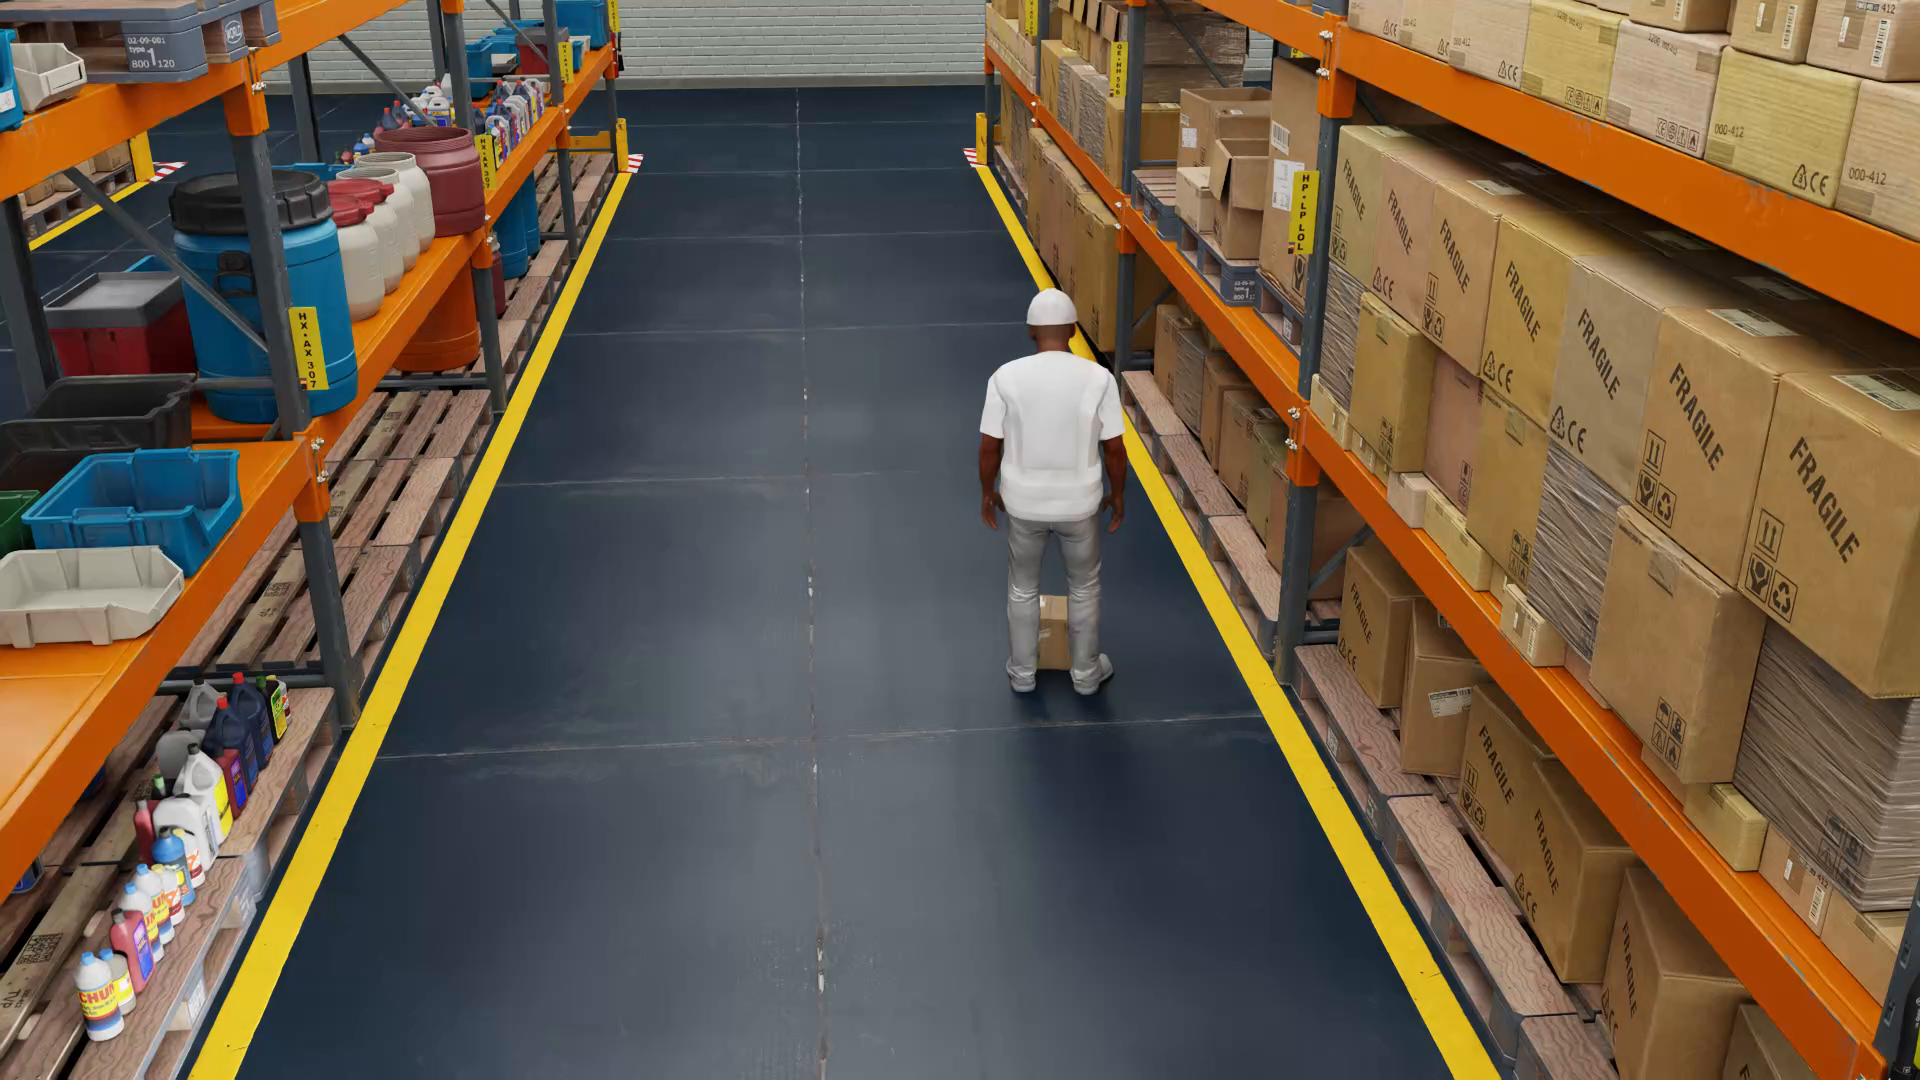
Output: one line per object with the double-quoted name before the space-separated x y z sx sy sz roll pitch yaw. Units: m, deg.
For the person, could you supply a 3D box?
"person" 0.387 -0.184 6.998 0.616 1.760 0.458 2 24 5
